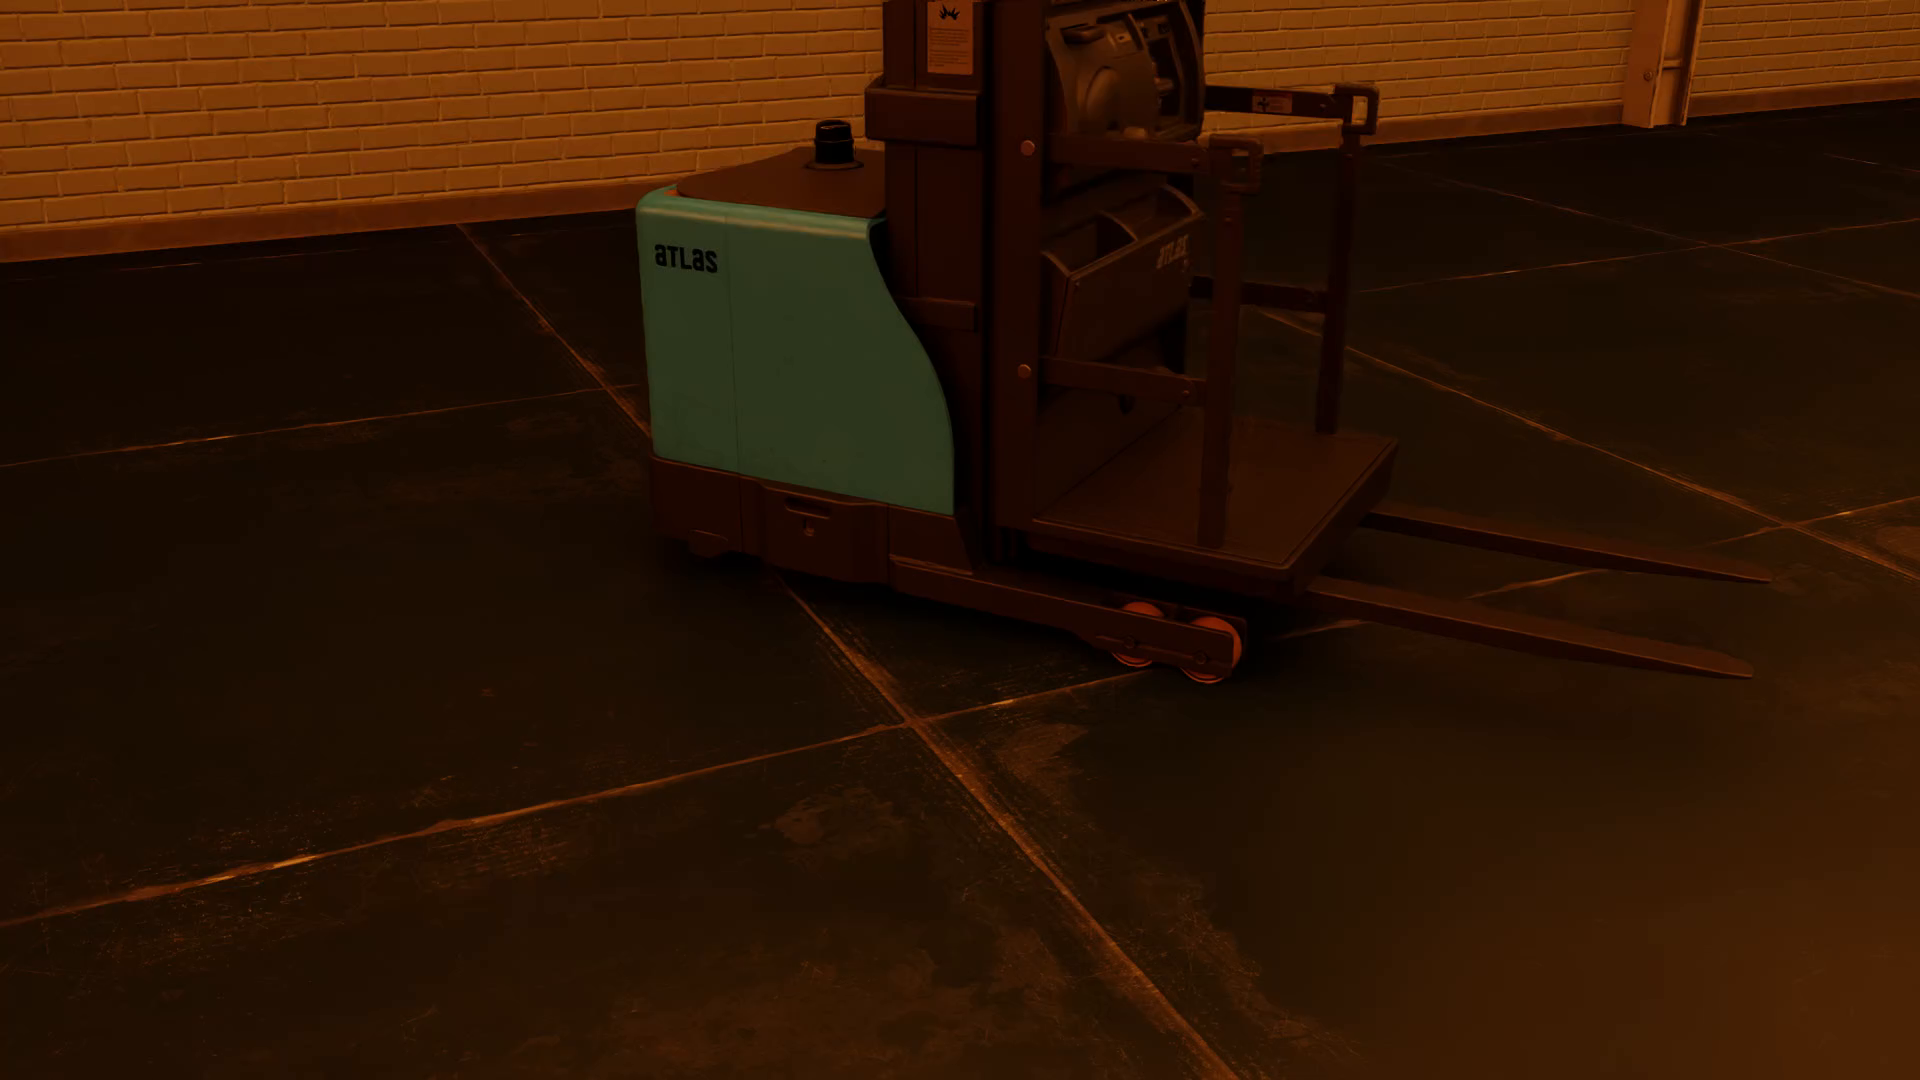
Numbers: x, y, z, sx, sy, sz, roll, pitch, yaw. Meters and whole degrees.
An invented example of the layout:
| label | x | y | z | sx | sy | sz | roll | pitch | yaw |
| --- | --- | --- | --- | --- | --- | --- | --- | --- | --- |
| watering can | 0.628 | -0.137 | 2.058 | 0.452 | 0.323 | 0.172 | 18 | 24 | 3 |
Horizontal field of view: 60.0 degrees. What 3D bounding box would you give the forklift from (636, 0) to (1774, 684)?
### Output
| label | x | y | z | sx | sy | sz | roll | pitch | yaw |
| --- | --- | --- | --- | --- | --- | --- | --- | --- | --- |
| forklift | 0.620 | -1.221 | 4.226 | 3.031 | 2.935 | 1.130 | 12 | 25 | 26 |
